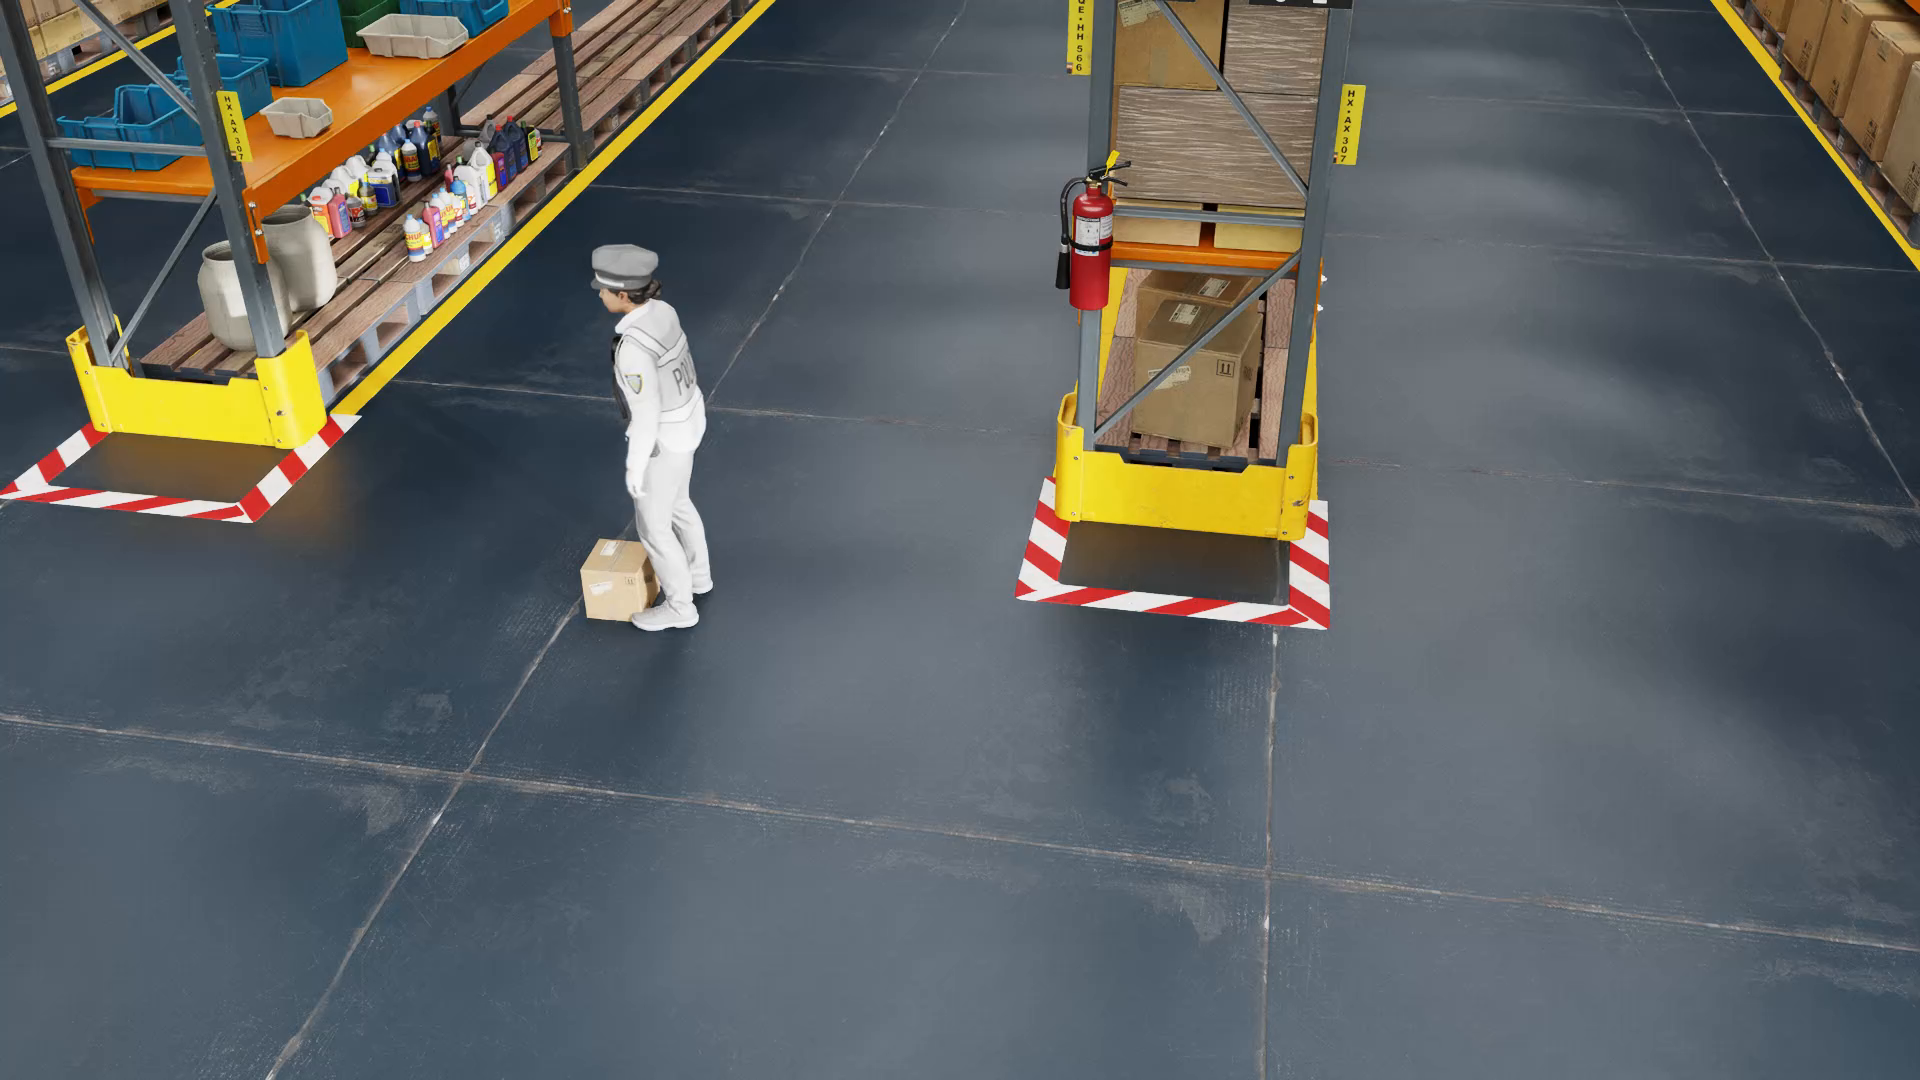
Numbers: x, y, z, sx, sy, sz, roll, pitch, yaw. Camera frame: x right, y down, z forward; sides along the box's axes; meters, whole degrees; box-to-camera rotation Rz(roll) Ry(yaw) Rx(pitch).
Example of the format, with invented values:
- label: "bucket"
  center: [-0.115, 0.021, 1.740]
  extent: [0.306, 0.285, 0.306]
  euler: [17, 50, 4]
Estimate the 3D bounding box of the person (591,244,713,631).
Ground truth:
- label: "person"
  center: [-1.227, -0.399, 6.756]
  extent: [0.369, 1.667, 0.547]
  euler: [4, 33, 6]
